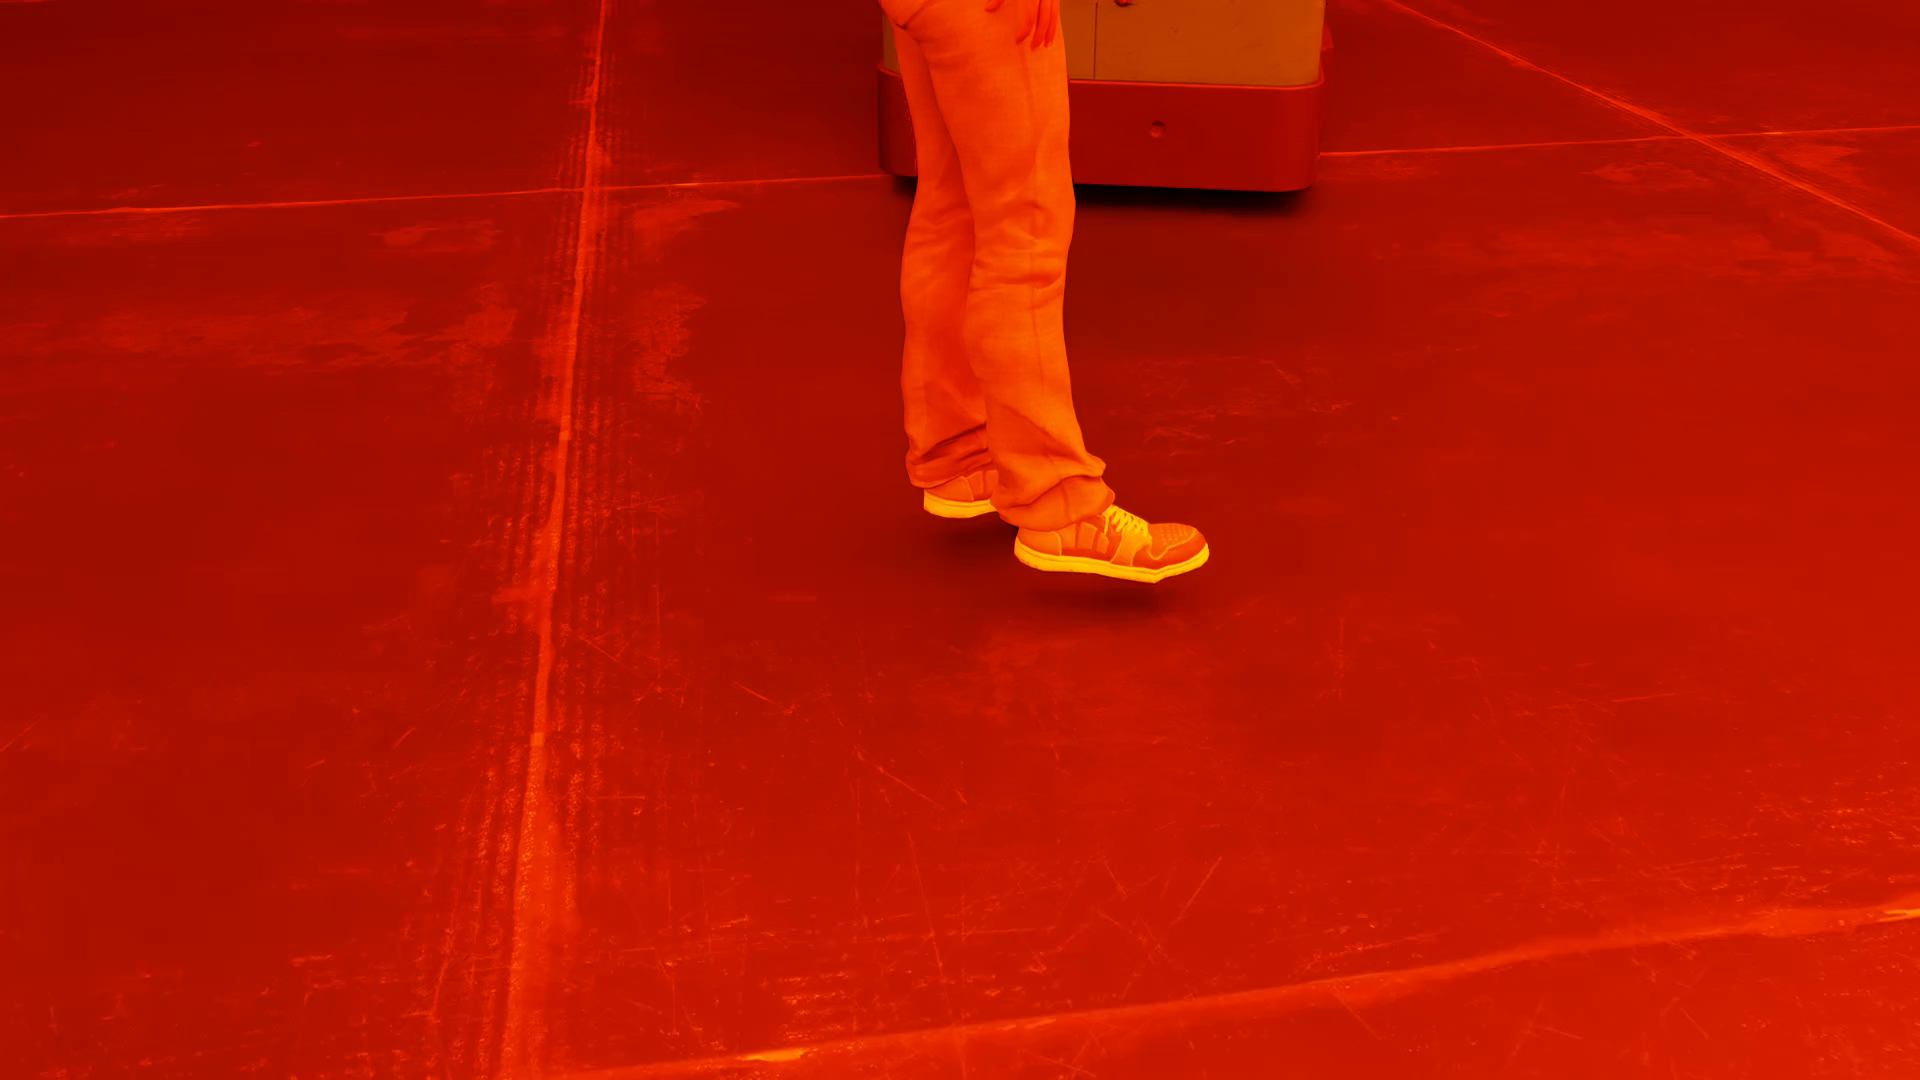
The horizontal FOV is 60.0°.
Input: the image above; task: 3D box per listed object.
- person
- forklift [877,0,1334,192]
[{"bbox_3d":[0.076,-0.747,2.102,0.472,1.599,0.520,-5,28,-9],"label":"person"},{"bbox_3d":[0.532,-2.773,4.599,1.130,2.935,3.031,4,28,8],"label":"forklift"}]
